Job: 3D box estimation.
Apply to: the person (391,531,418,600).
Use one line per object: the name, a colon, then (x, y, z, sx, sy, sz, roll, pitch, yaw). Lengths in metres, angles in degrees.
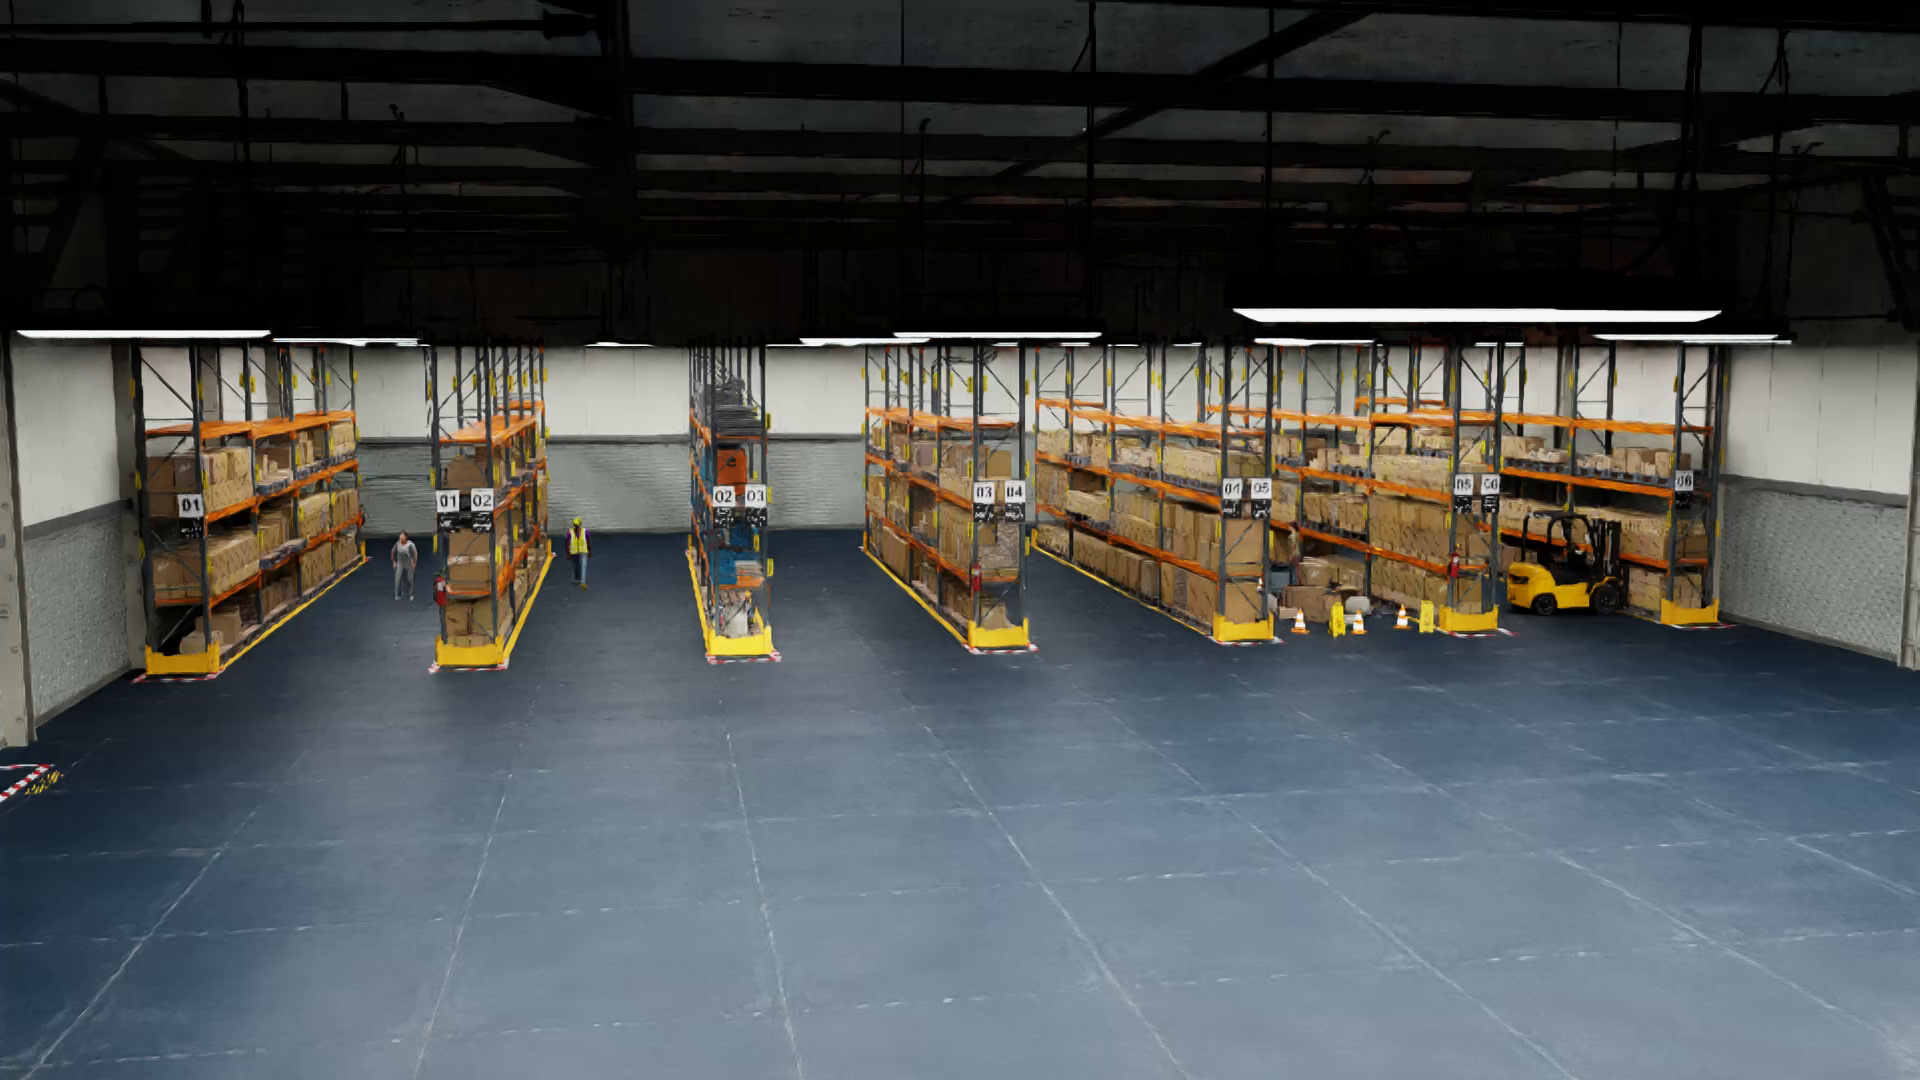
person: (-12.693, 0.576, 38.013, 0.580, 1.619, 0.507, -1, 7, -13)

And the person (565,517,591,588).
person: (-9.206, 0.287, 40.062, 0.577, 1.691, 1.121, -1, 7, -8)

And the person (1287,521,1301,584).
person: (7.870, 0.367, 39.404, 0.569, 1.668, 0.558, 2, 7, 14)
